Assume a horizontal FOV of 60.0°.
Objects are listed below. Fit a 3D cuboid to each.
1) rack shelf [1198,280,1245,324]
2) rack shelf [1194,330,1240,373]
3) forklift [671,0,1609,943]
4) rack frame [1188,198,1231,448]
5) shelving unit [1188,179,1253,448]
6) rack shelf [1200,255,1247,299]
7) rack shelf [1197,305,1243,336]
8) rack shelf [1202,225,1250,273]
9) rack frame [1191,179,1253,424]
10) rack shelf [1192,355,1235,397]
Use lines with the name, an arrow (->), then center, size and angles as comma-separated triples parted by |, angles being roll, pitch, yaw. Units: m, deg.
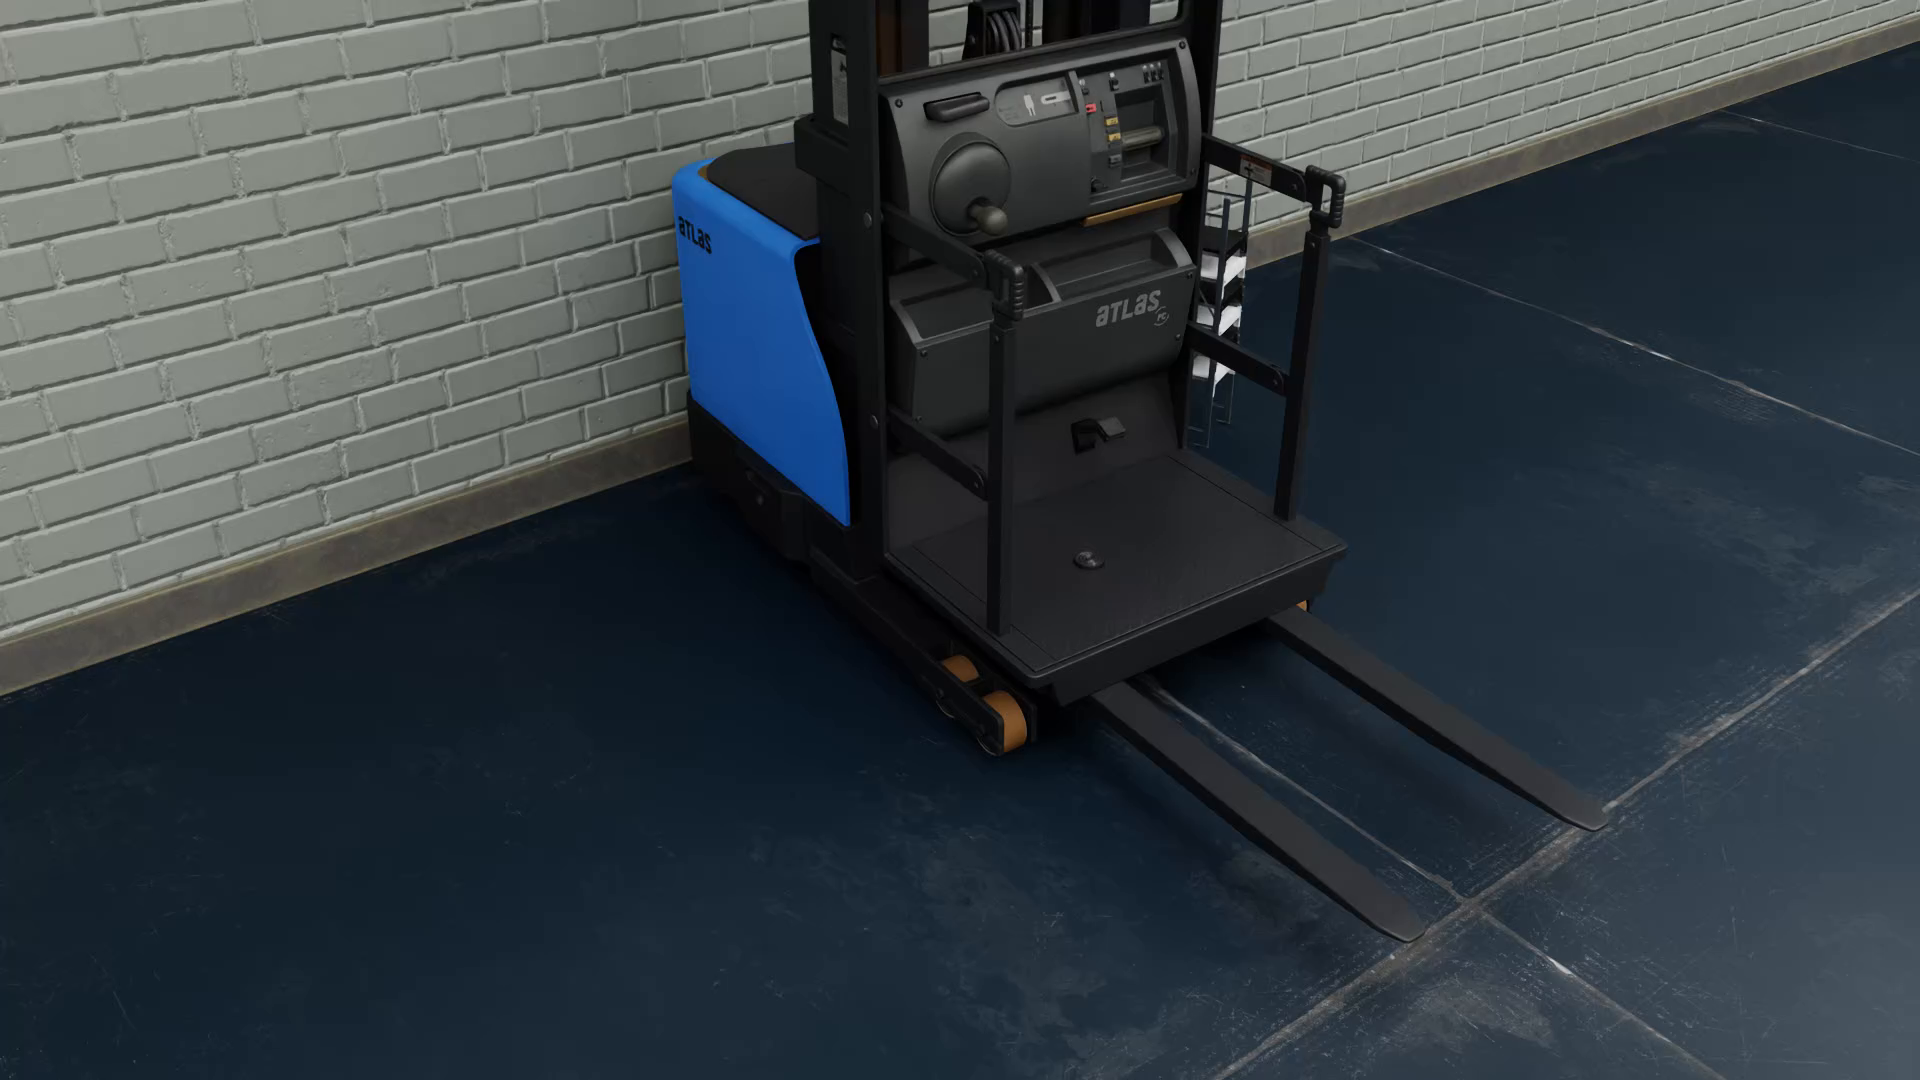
rack shelf -> 0.804, -0.826, 5.620 | 0.258, 0.077, 0.200 | 16, 35, 24
rack shelf -> 0.804, -0.673, 5.715 | 0.258, 0.077, 0.200 | 16, 35, 24
forklift -> 0.354, -0.973, 4.038 | 1.130, 2.935, 3.031 | -20, 37, -29
rack frame -> 0.755, -0.731, 5.574 | 0.240, 0.900, 0.006 | 16, 35, 24
shelving unit -> 0.804, -0.778, 5.650 | 0.258, 0.900, 0.210 | 16, 35, 24
rack shelf -> 0.804, -0.903, 5.573 | 0.258, 0.077, 0.200 | 16, 35, 24
rack shelf -> 0.804, -0.750, 5.668 | 0.258, 0.077, 0.200 | 16, 35, 24
rack shelf -> 0.804, -0.979, 5.525 | 0.258, 0.077, 0.200 | 16, 35, 24
rack frame -> 0.853, -0.825, 5.726 | 0.240, 0.900, 0.006 | 16, 35, 24
rack shelf -> 0.804, -0.597, 5.763 | 0.258, 0.077, 0.200 | 16, 35, 24
